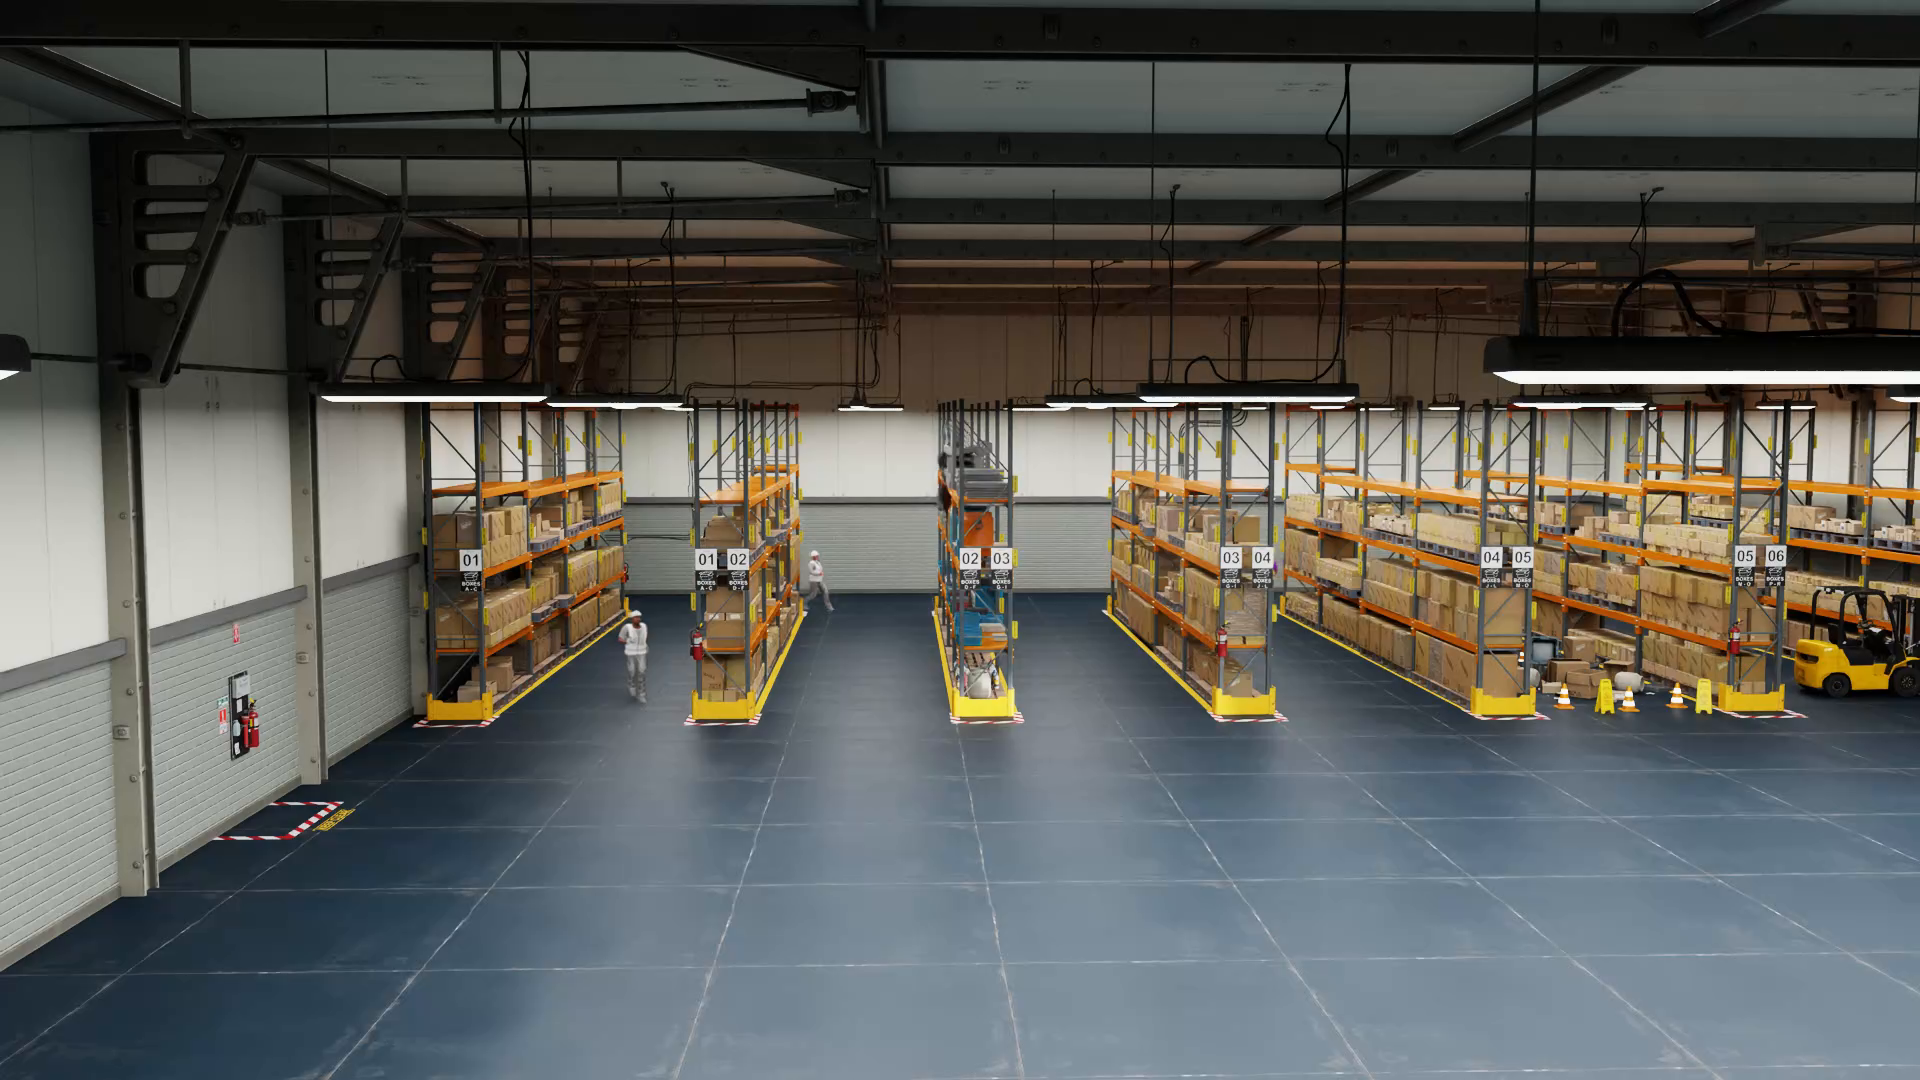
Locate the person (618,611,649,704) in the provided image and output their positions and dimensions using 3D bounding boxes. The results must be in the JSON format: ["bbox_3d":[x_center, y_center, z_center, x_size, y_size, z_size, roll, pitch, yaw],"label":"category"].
[{"bbox_3d":[-6.499,2.314,33.180,0.651,1.833,0.853,-2,5,-23],"label":"person"}]

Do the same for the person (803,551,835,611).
[{"bbox_3d":[-4.153,1.192,48.069,0.959,1.778,0.665,2,5,21],"label":"person"}]

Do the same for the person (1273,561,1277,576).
[{"bbox_3d":[8.944,1.167,48.700,0.691,1.716,0.580,4,6,43],"label":"person"}]
